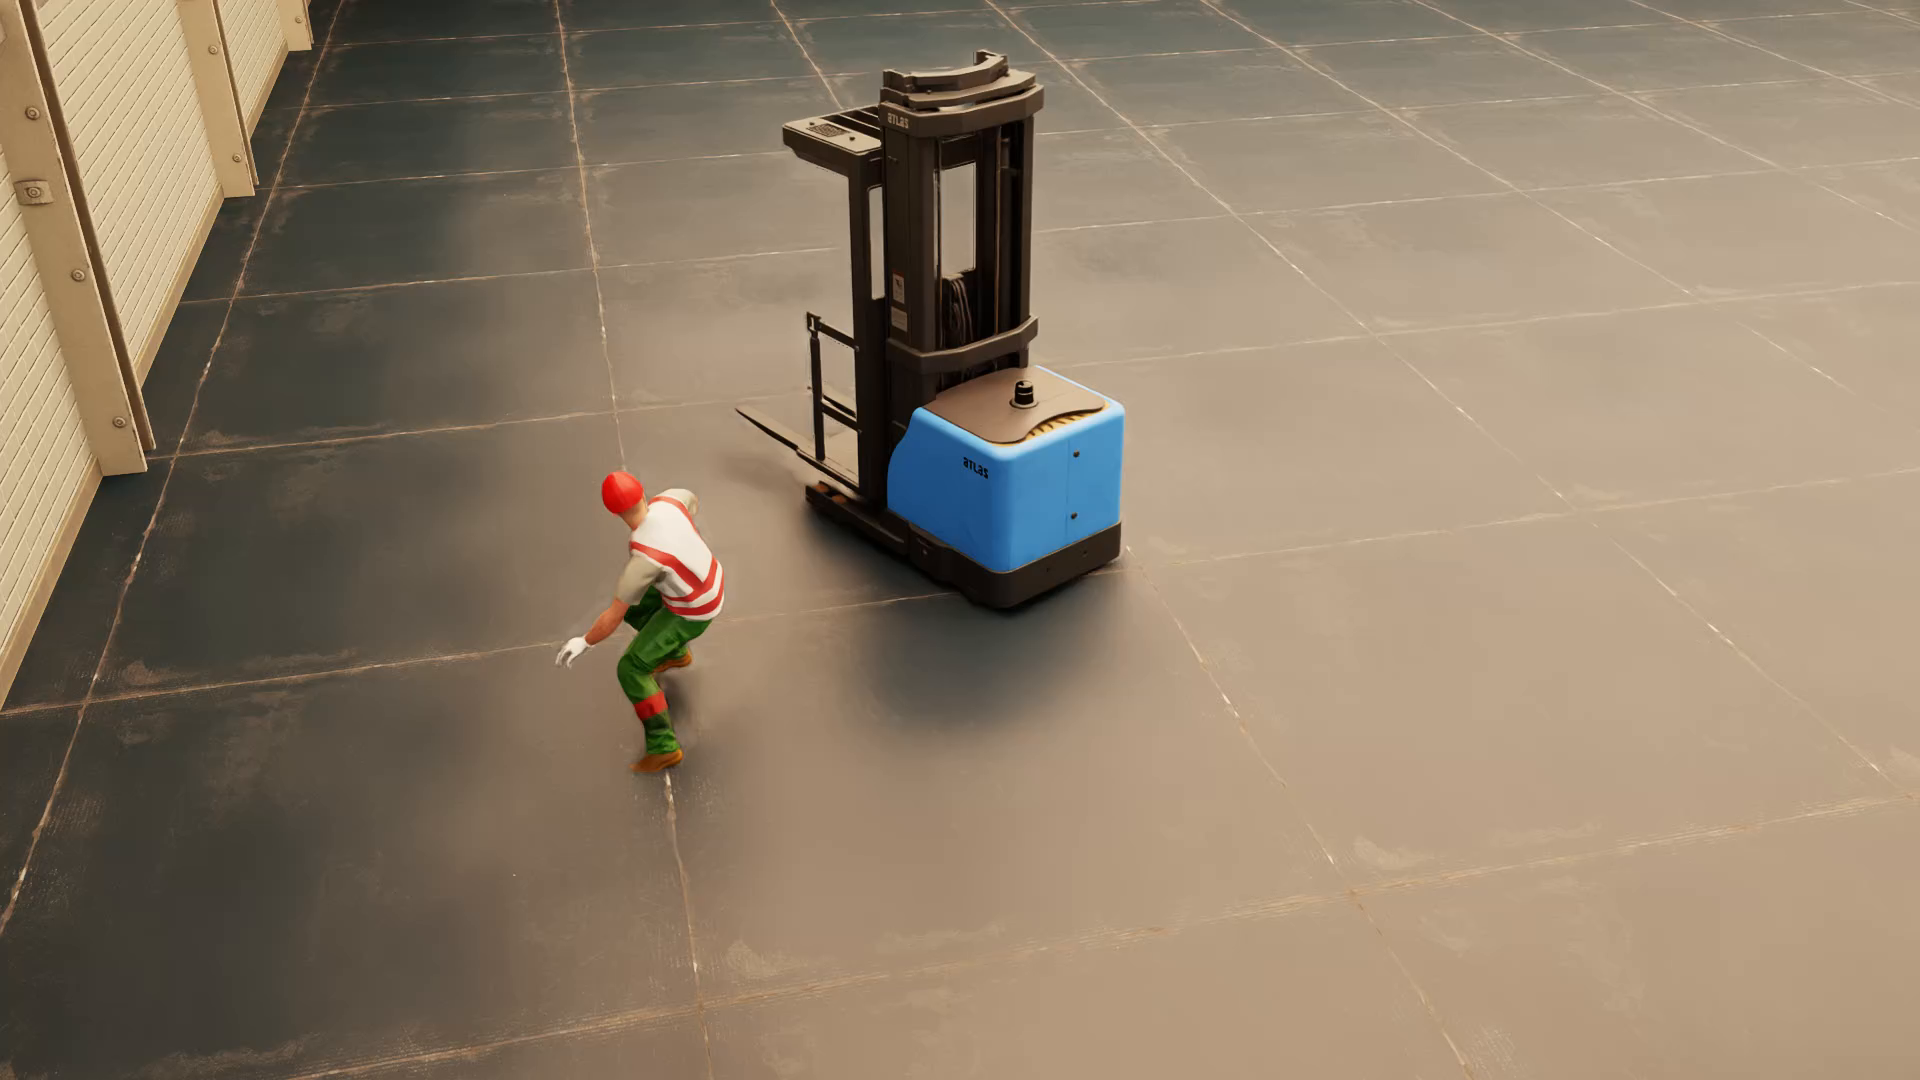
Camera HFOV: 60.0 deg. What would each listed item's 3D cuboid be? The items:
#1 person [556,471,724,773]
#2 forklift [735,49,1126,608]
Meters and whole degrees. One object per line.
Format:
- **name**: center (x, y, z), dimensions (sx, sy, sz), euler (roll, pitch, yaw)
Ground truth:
- **person**: center (-1.608, 0.335, 8.472), dimensions (0.775, 1.539, 0.898), euler (1, 30, 2)
- **forklift**: center (-0.347, -1.536, 10.228), dimensions (1.130, 2.935, 3.031), euler (-23, 37, -34)
